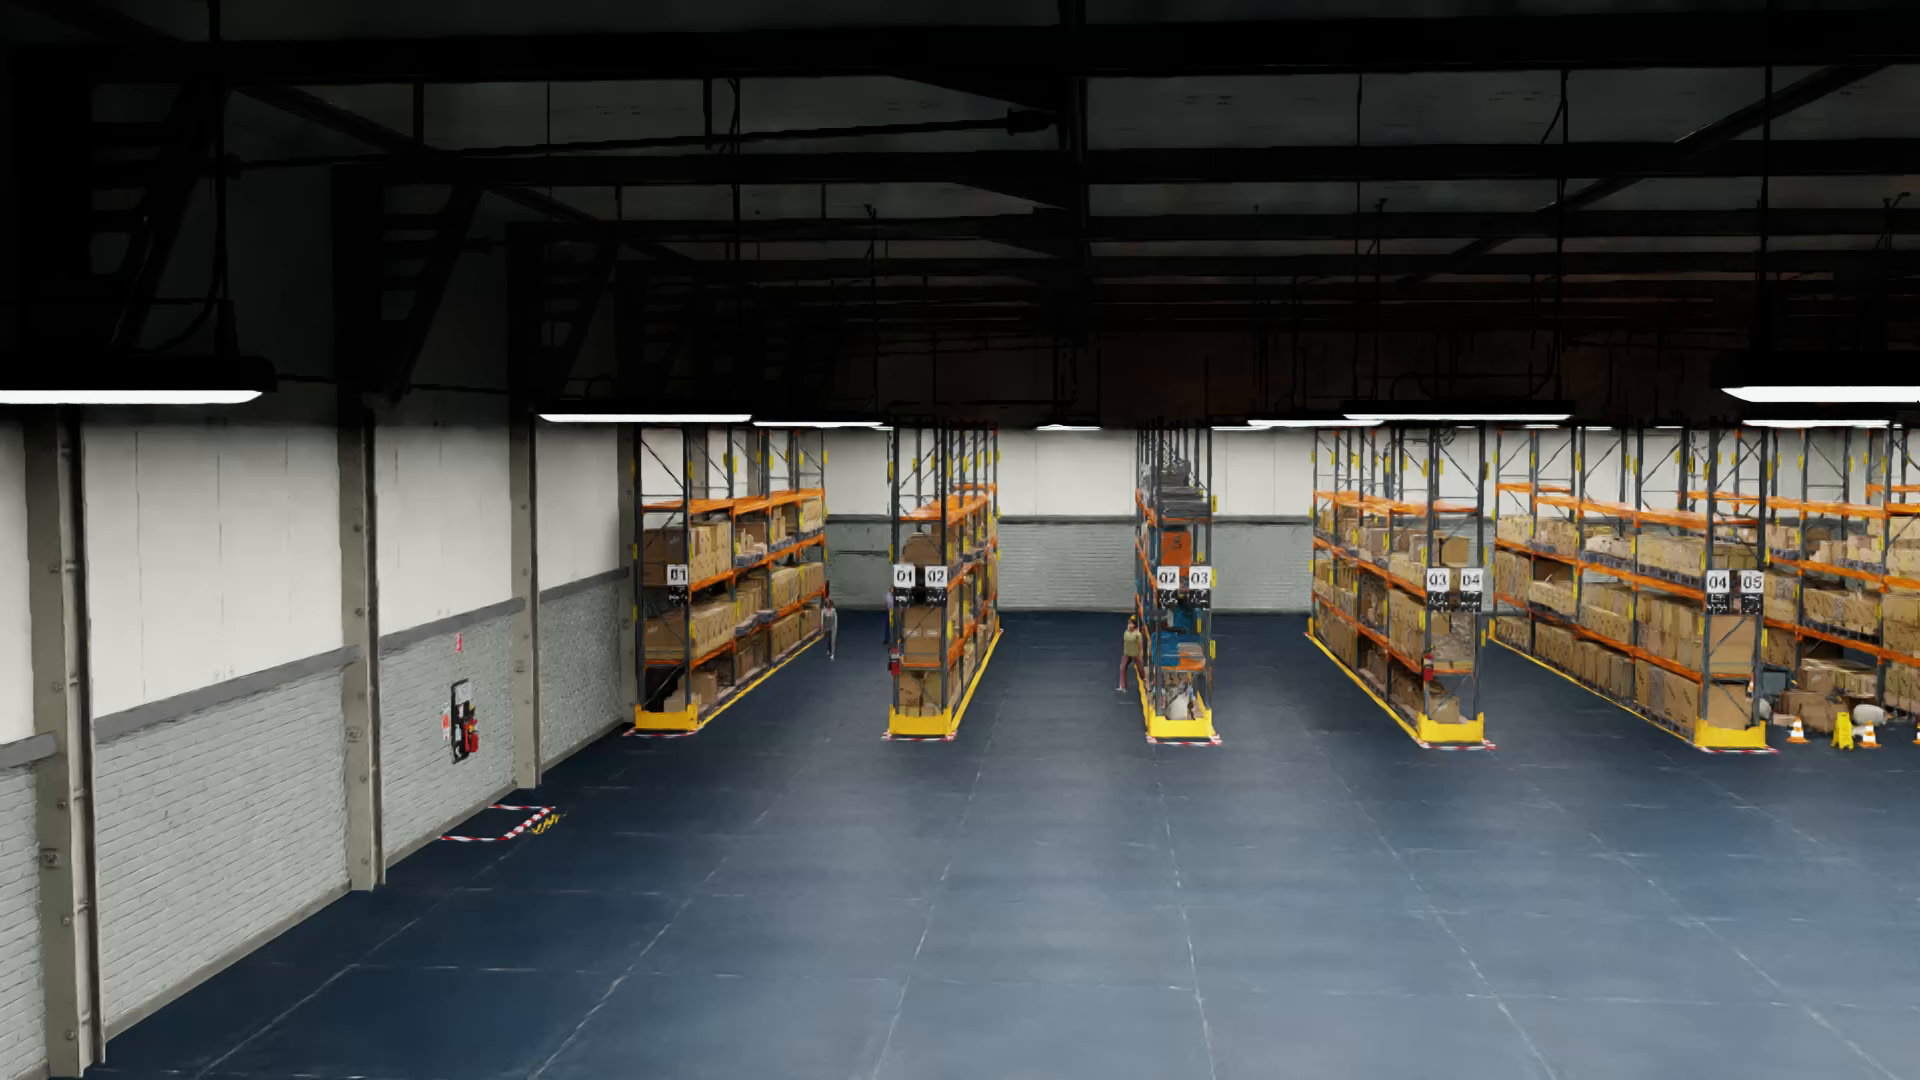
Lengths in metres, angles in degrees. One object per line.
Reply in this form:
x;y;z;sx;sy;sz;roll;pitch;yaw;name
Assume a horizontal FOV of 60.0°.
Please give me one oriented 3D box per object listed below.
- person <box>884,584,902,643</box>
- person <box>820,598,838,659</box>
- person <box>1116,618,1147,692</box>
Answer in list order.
-1.809;1.991;45.181;0.478;1.539;1.093;0;4;2;person
-3.302;2.213;41.880;0.419;1.514;1.038;0;4;2;person
3.817;2.522;36.683;0.504;1.614;0.949;2;4;27;person
